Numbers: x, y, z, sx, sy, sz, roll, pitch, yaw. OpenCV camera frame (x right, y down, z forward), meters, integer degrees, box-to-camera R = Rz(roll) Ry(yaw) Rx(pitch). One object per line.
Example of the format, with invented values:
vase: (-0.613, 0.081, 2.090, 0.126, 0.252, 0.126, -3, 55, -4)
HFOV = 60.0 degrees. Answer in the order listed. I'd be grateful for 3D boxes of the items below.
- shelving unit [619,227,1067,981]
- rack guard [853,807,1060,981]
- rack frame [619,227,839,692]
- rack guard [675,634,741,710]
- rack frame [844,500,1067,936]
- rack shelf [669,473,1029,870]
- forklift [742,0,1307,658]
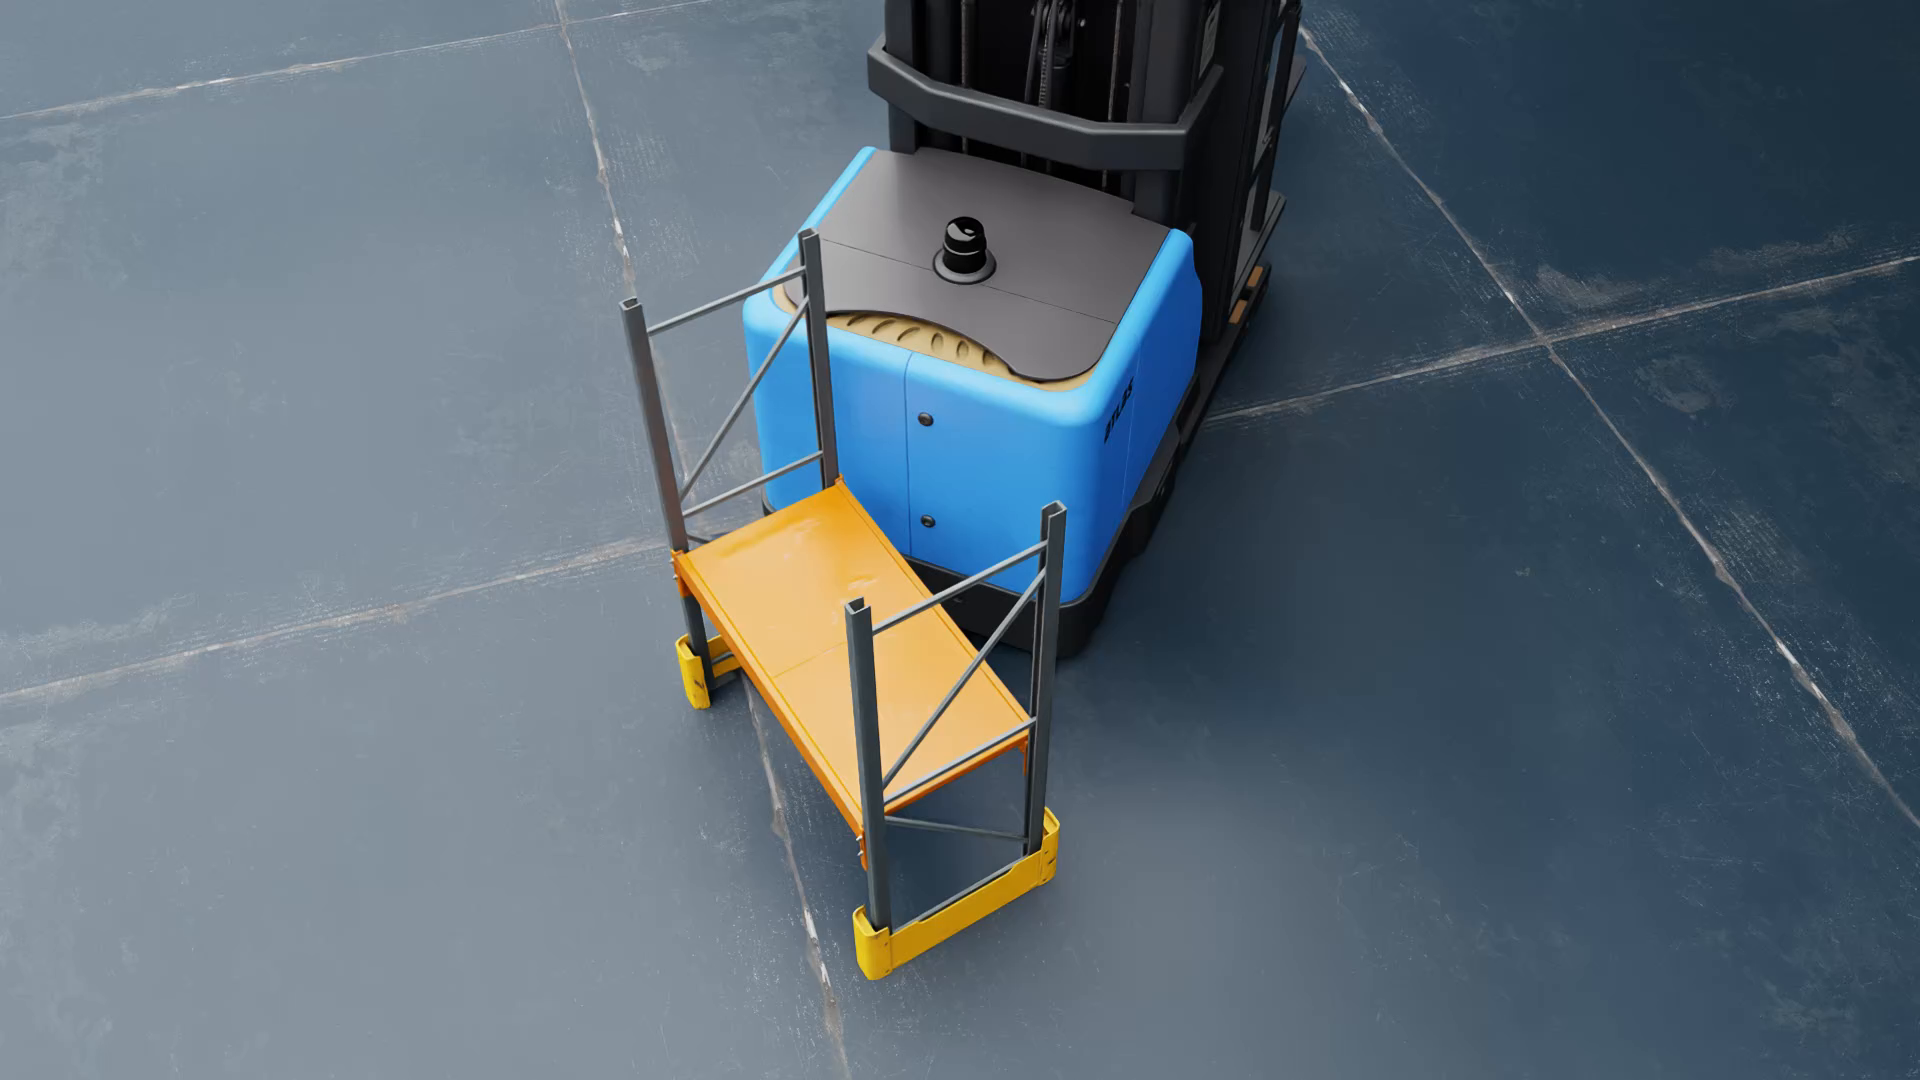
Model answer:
shelving unit: (-0.271, 0.192, 4.108, 0.587, 1.500, 1.083, -26, 55, -20)
rack guard: (-0.004, 0.916, 4.314, 0.587, 0.250, 0.087, -26, 55, -20)
rack frame: (-0.549, -0.142, 4.389, 0.500, 1.500, 0.032, -26, 55, -20)
rack guard: (-0.538, 0.273, 4.856, 0.587, 0.250, 0.087, -26, 55, -20)
rack frame: (-0.004, 0.514, 3.836, 0.500, 1.500, 0.032, -26, 55, -20)
rack shelf: (-0.276, 0.302, 4.250, 0.538, 0.185, 1.000, -26, 55, -20)
forklift: (0.457, -1.749, 4.808, 1.130, 2.935, 3.031, 18, 52, 15)
